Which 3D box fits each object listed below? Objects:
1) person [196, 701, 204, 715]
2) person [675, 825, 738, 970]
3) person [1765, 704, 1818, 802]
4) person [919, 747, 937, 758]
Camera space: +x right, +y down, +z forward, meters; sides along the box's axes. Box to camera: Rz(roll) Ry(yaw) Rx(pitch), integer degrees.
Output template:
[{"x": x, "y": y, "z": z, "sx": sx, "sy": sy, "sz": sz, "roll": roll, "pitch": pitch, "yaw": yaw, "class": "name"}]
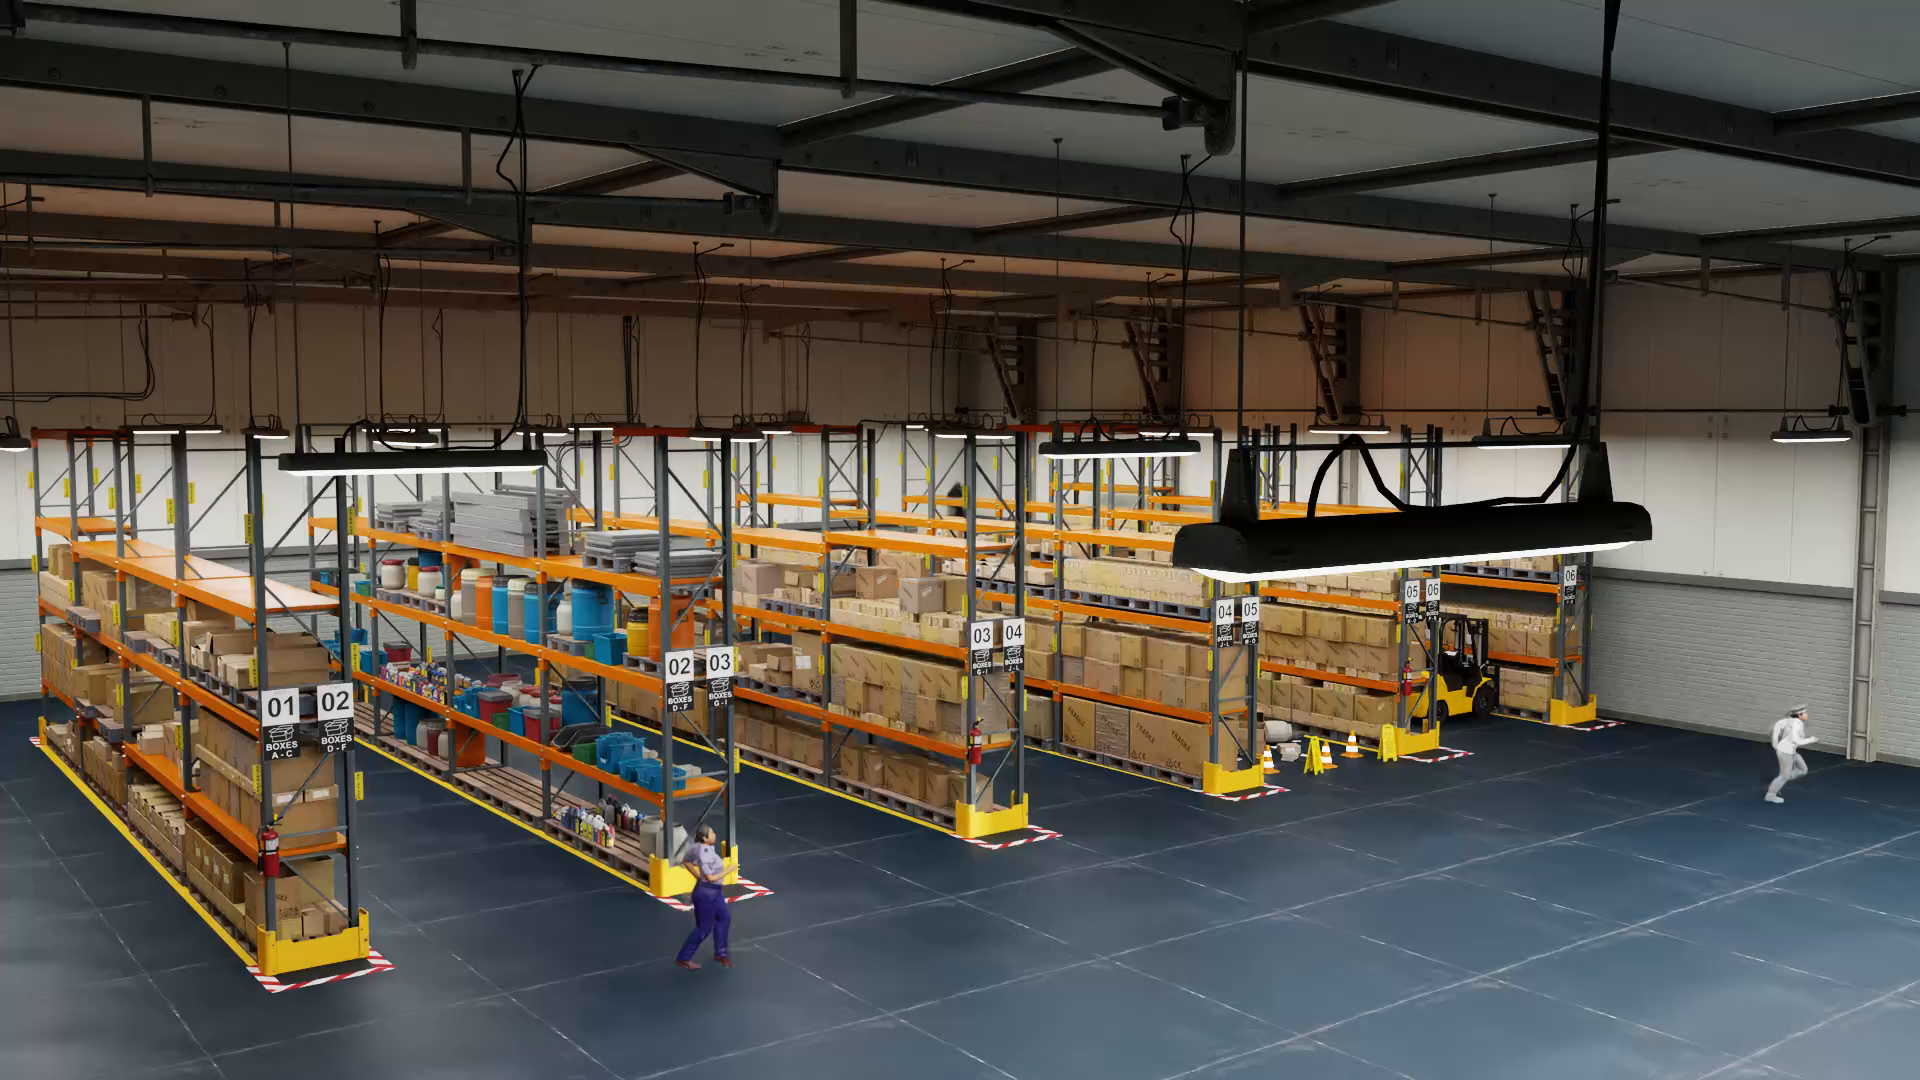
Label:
[{"x": -14.486, "y": 3.006, "z": 31.753, "sx": 0.888, "sy": 1.746, "sz": 0.659, "roll": 4, "pitch": 6, "yaw": 44, "class": "person"}, {"x": -2.856, "y": 4.039, "z": 18.696, "sx": 0.722, "sy": 1.700, "sz": 0.587, "roll": -1, "pitch": 5, "yaw": -11, "class": "person"}, {"x": 13.341, "y": 3.417, "z": 26.661, "sx": 0.722, "sy": 1.619, "sz": 0.602, "roll": 2, "pitch": 5, "yaw": 26, "class": "person"}, {"x": -0.676, "y": 3.126, "z": 30.477, "sx": 0.669, "sy": 1.653, "sz": 0.616, "roll": 4, "pitch": 6, "yaw": 43, "class": "person"}]
